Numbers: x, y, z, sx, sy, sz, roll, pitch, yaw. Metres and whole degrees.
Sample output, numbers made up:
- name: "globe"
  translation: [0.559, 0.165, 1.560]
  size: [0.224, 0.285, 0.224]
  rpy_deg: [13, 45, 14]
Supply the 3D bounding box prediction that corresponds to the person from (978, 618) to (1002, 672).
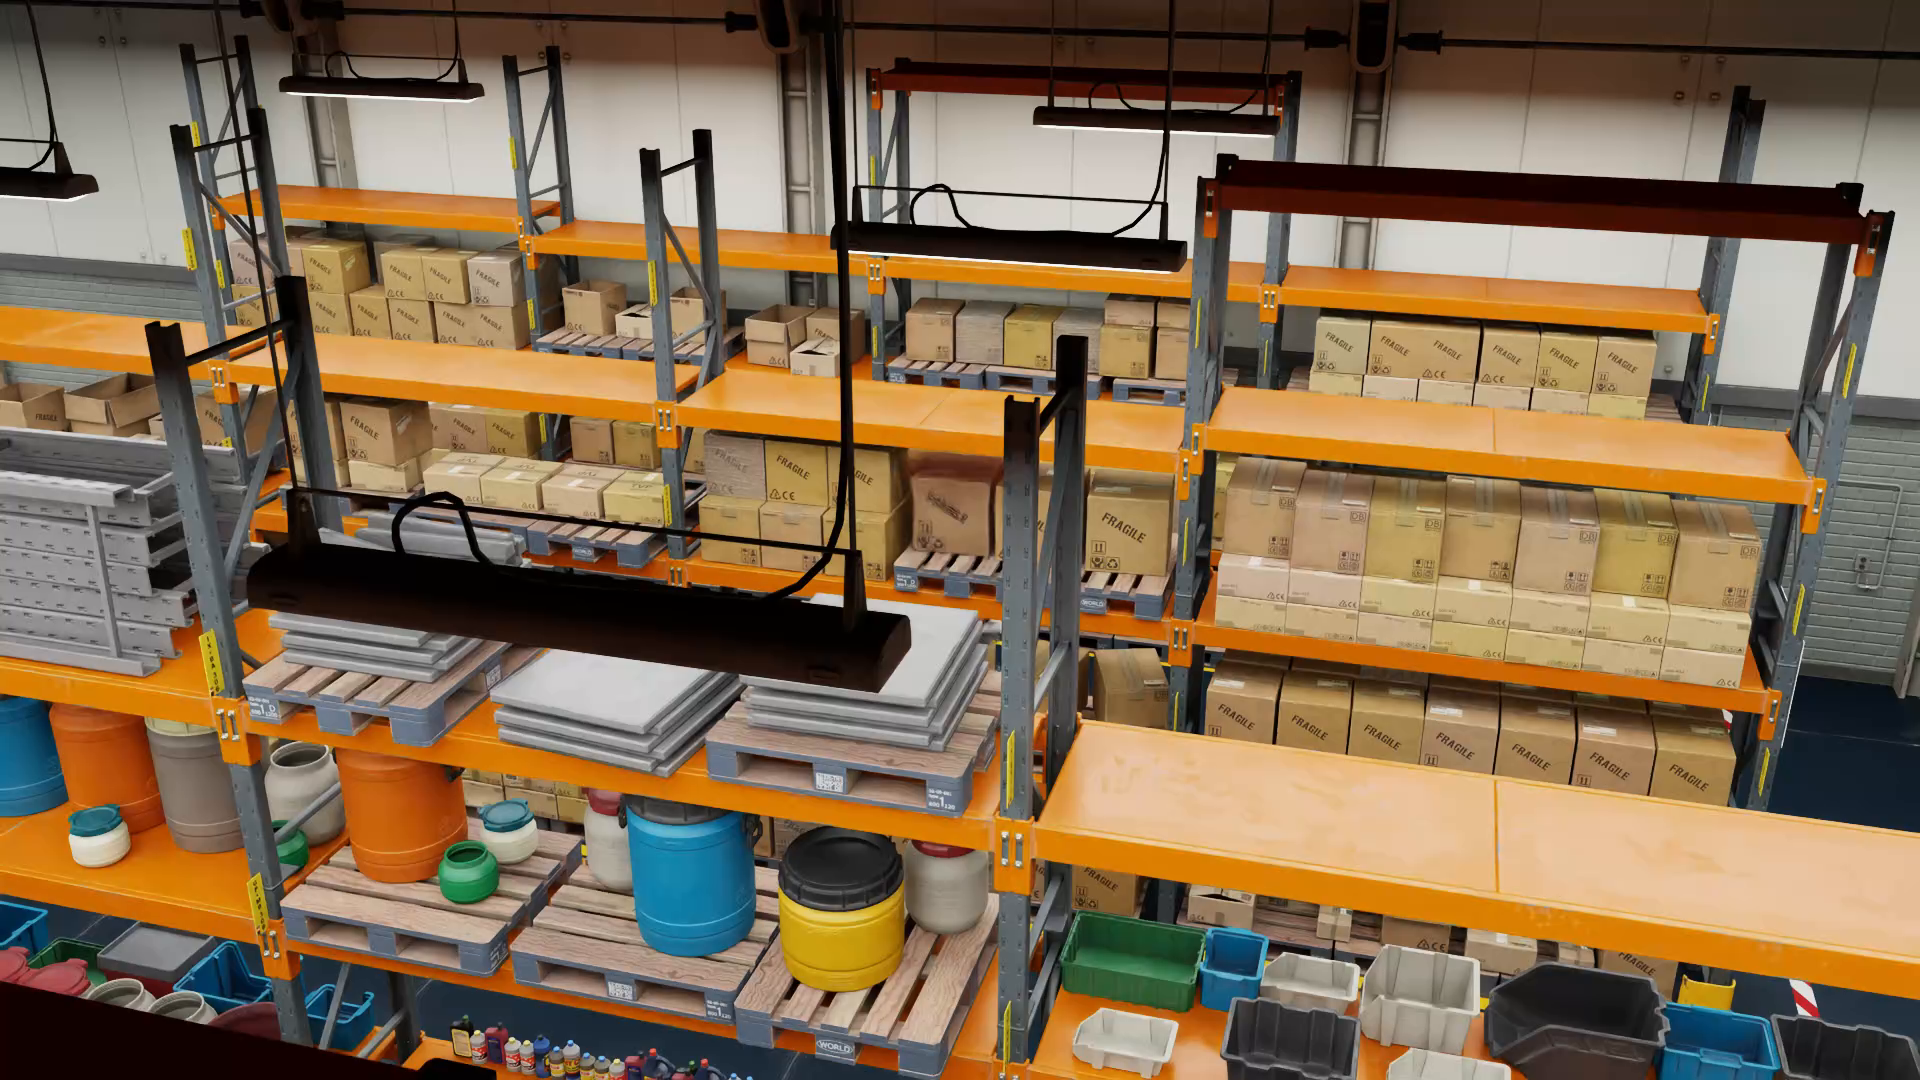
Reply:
- name: "person"
  translation: [0.151, 0.760, 16.399]
  size: [0.721, 1.574, 0.672]
  rpy_deg: [-2, 23, -4]
